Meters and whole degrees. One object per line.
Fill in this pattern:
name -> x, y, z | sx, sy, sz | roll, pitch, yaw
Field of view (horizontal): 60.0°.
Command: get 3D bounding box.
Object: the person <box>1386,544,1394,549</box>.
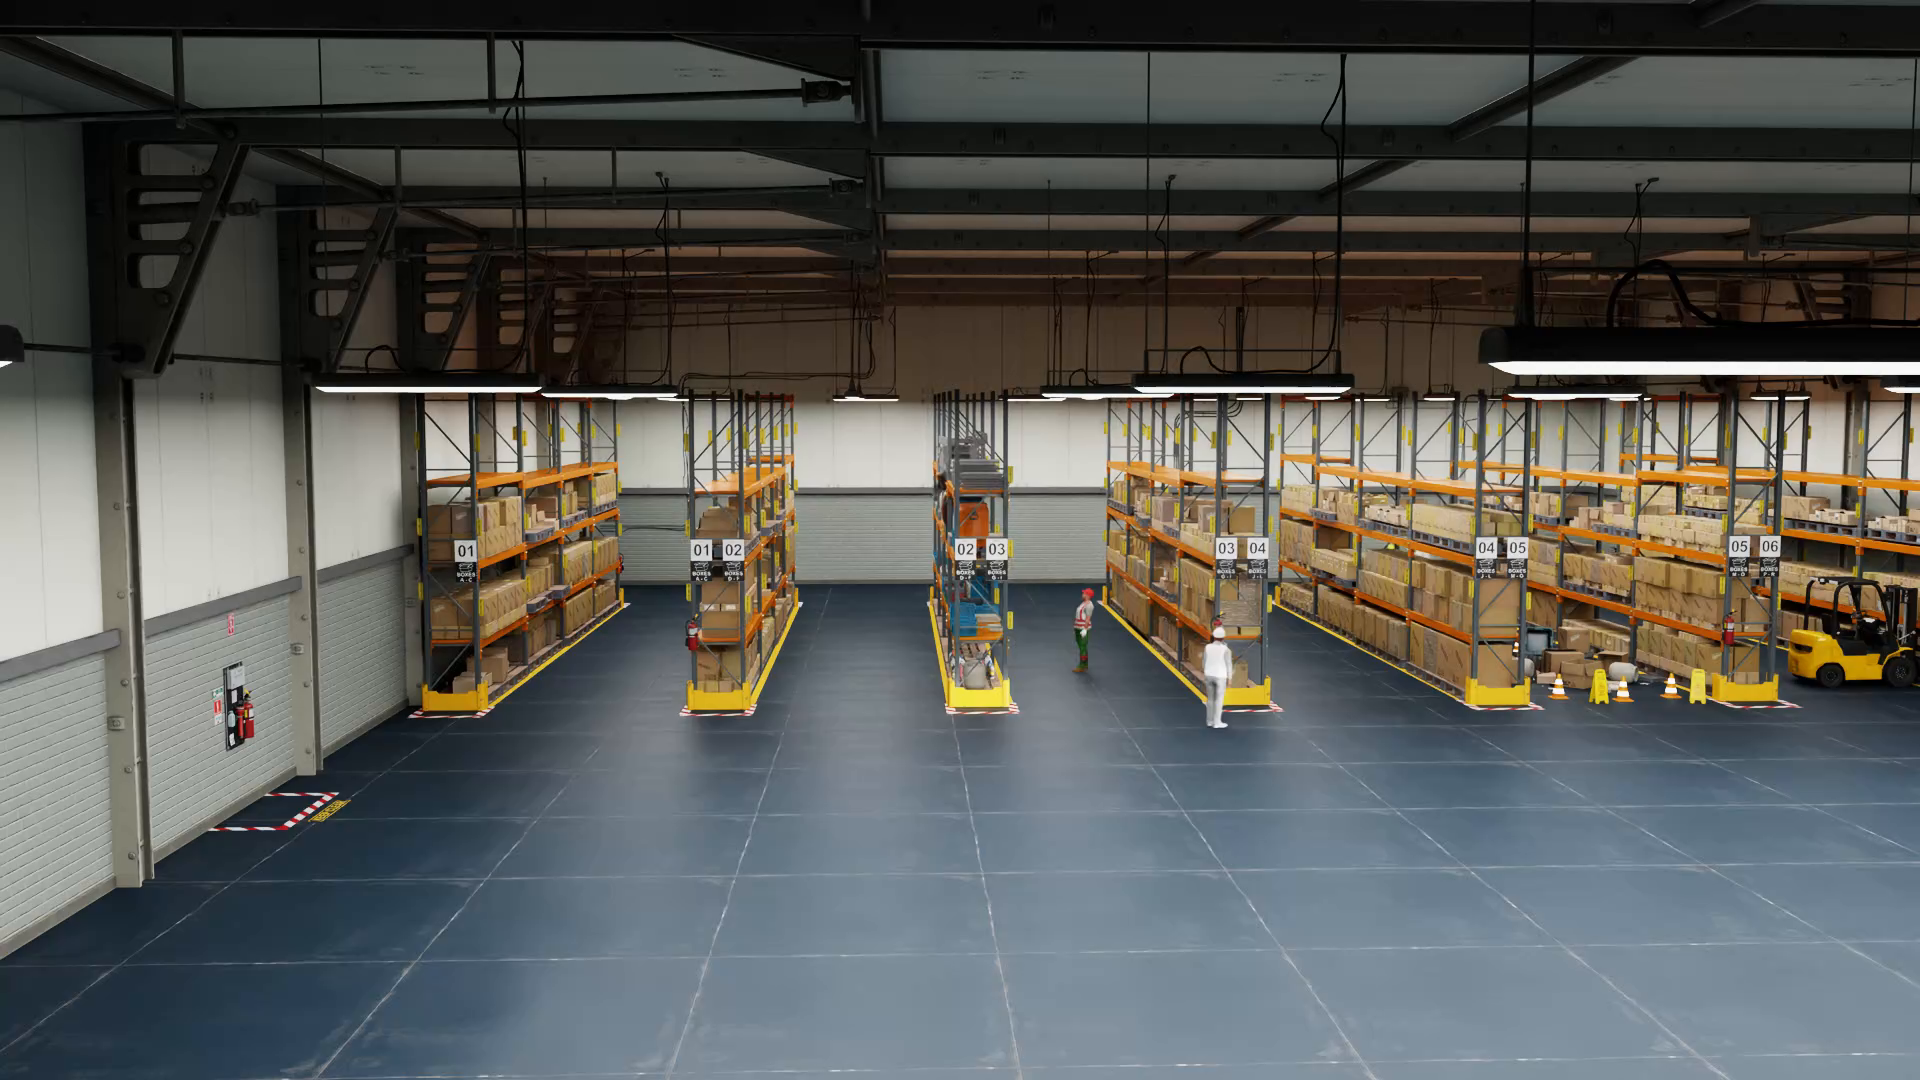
person -> 12.154, 1.027, 47.188 | 0.468, 1.815, 0.619 | 0, 5, -5

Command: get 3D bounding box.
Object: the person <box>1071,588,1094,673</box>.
person -> 2.570, 1.922, 35.609 | 0.606, 1.770, 0.575 | -3, 5, -30

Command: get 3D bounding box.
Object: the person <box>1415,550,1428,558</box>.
person -> 13.647, 0.842, 49.173 | 0.876, 1.732, 0.611 | 0, 5, -3

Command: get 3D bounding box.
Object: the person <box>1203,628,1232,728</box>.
person -> 4.554, 2.428, 29.408 | 0.555, 1.774, 0.375 | 3, 6, 37
